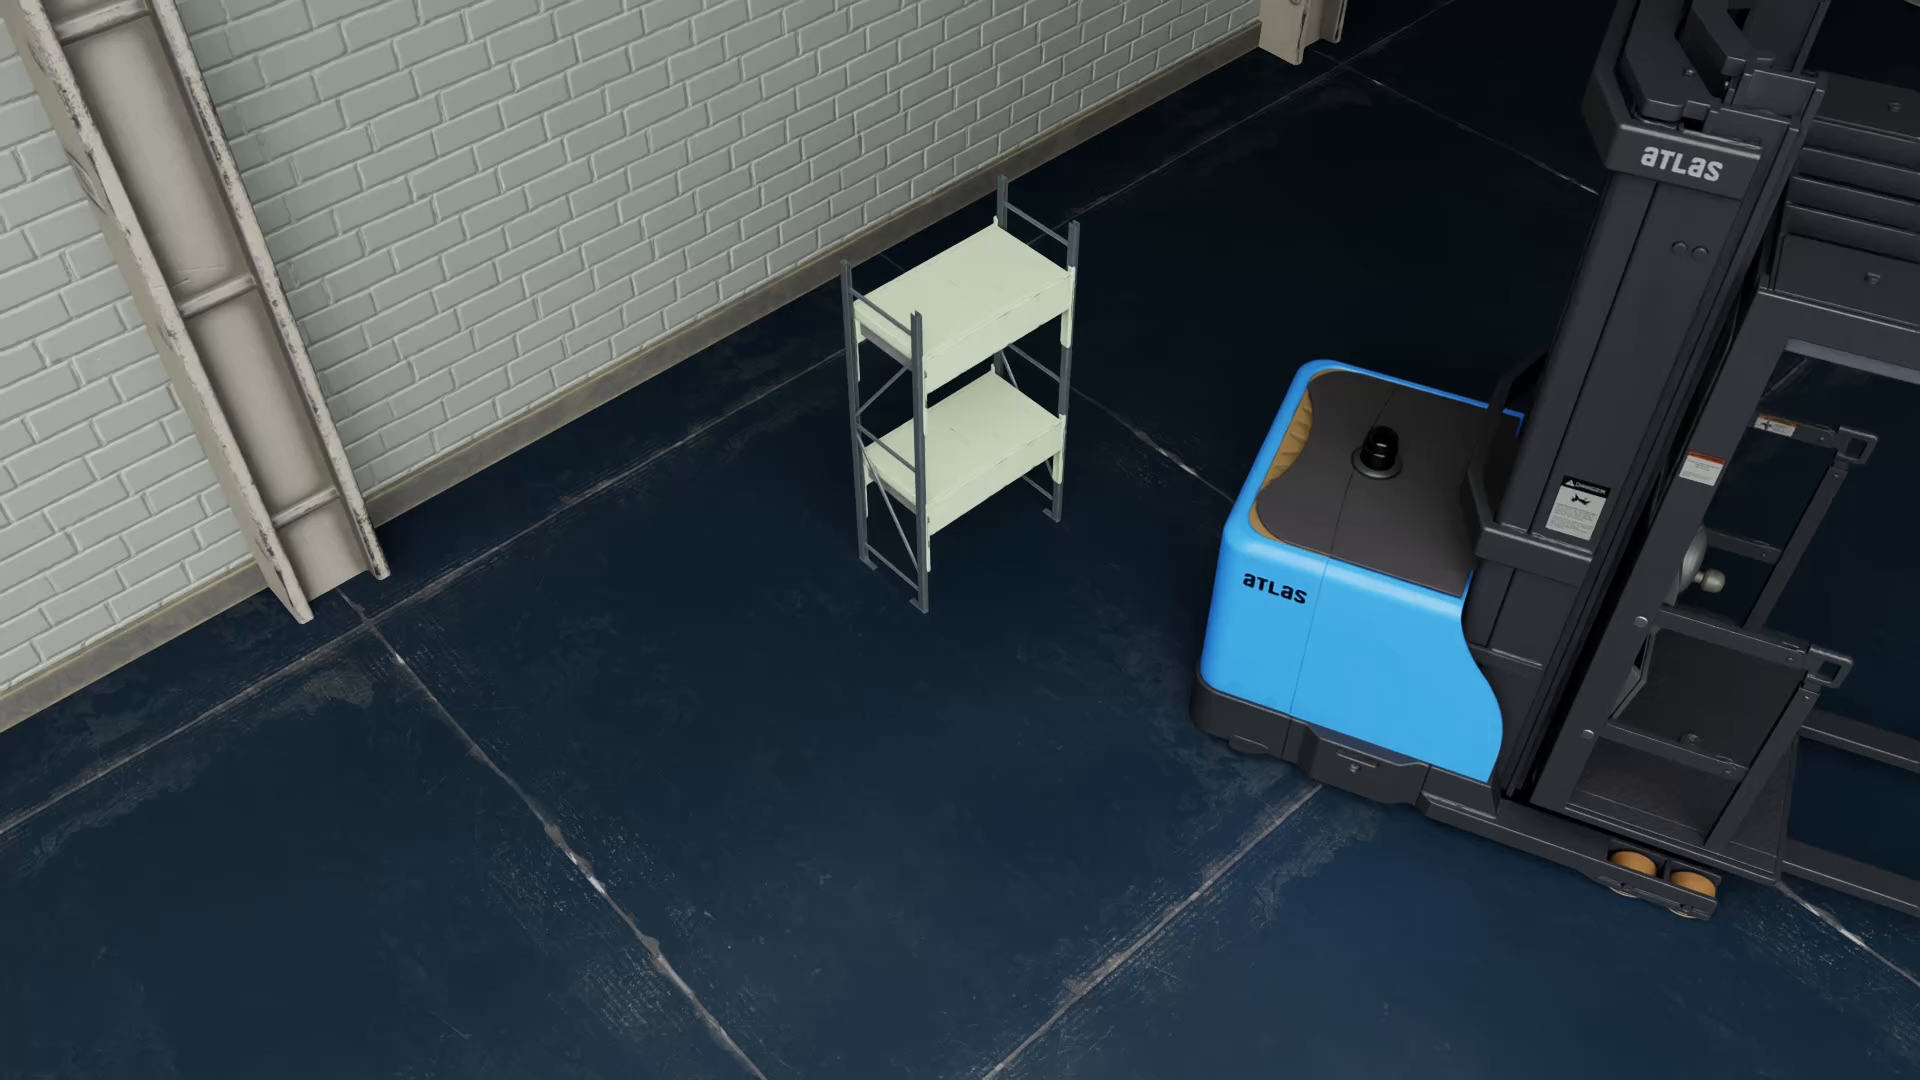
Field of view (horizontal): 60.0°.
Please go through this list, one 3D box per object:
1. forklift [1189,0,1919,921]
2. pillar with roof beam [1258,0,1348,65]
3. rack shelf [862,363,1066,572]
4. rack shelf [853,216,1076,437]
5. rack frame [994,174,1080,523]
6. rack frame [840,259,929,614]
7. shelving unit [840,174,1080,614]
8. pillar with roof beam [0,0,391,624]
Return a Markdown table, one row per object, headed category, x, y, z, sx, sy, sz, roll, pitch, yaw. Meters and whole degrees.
| category | x | y | z | sx | sy | sz | roll | pitch | yaw |
| --- | --- | --- | --- | --- | --- | --- | --- | --- | --- |
| forklift | 2.405 | -0.166 | 4.963 | 3.031 | 2.935 | 1.130 | 18 | 50 | 16 |
| pillar with roof beam | 4.805 | -3.527 | 3.935 | 0.400 | 9.000 | 9.100 | -34 | 56 | -27 |
| rack shelf | 0.005 | -0.291 | 6.495 | 0.720 | 0.370 | 0.431 | -34 | 56 | -27 |
| rack shelf | 0.005 | -0.777 | 5.968 | 0.720 | 0.370 | 0.431 | -34 | 56 | -27 |
| rack frame | 0.276 | -0.693 | 6.422 | 0.023 | 1.500 | 0.400 | -34 | 56 | -27 |
| rack frame | -0.266 | -0.331 | 6.088 | 0.023 | 1.500 | 0.400 | -34 | 56 | -27 |
| shelving unit | 0.005 | -0.512 | 6.255 | 0.755 | 1.500 | 0.431 | -34 | 56 | -27 |
| pillar with roof beam | 0.365 | -0.561 | 1.197 | 0.400 | 9.000 | 9.100 | -34 | 56 | -27 |
